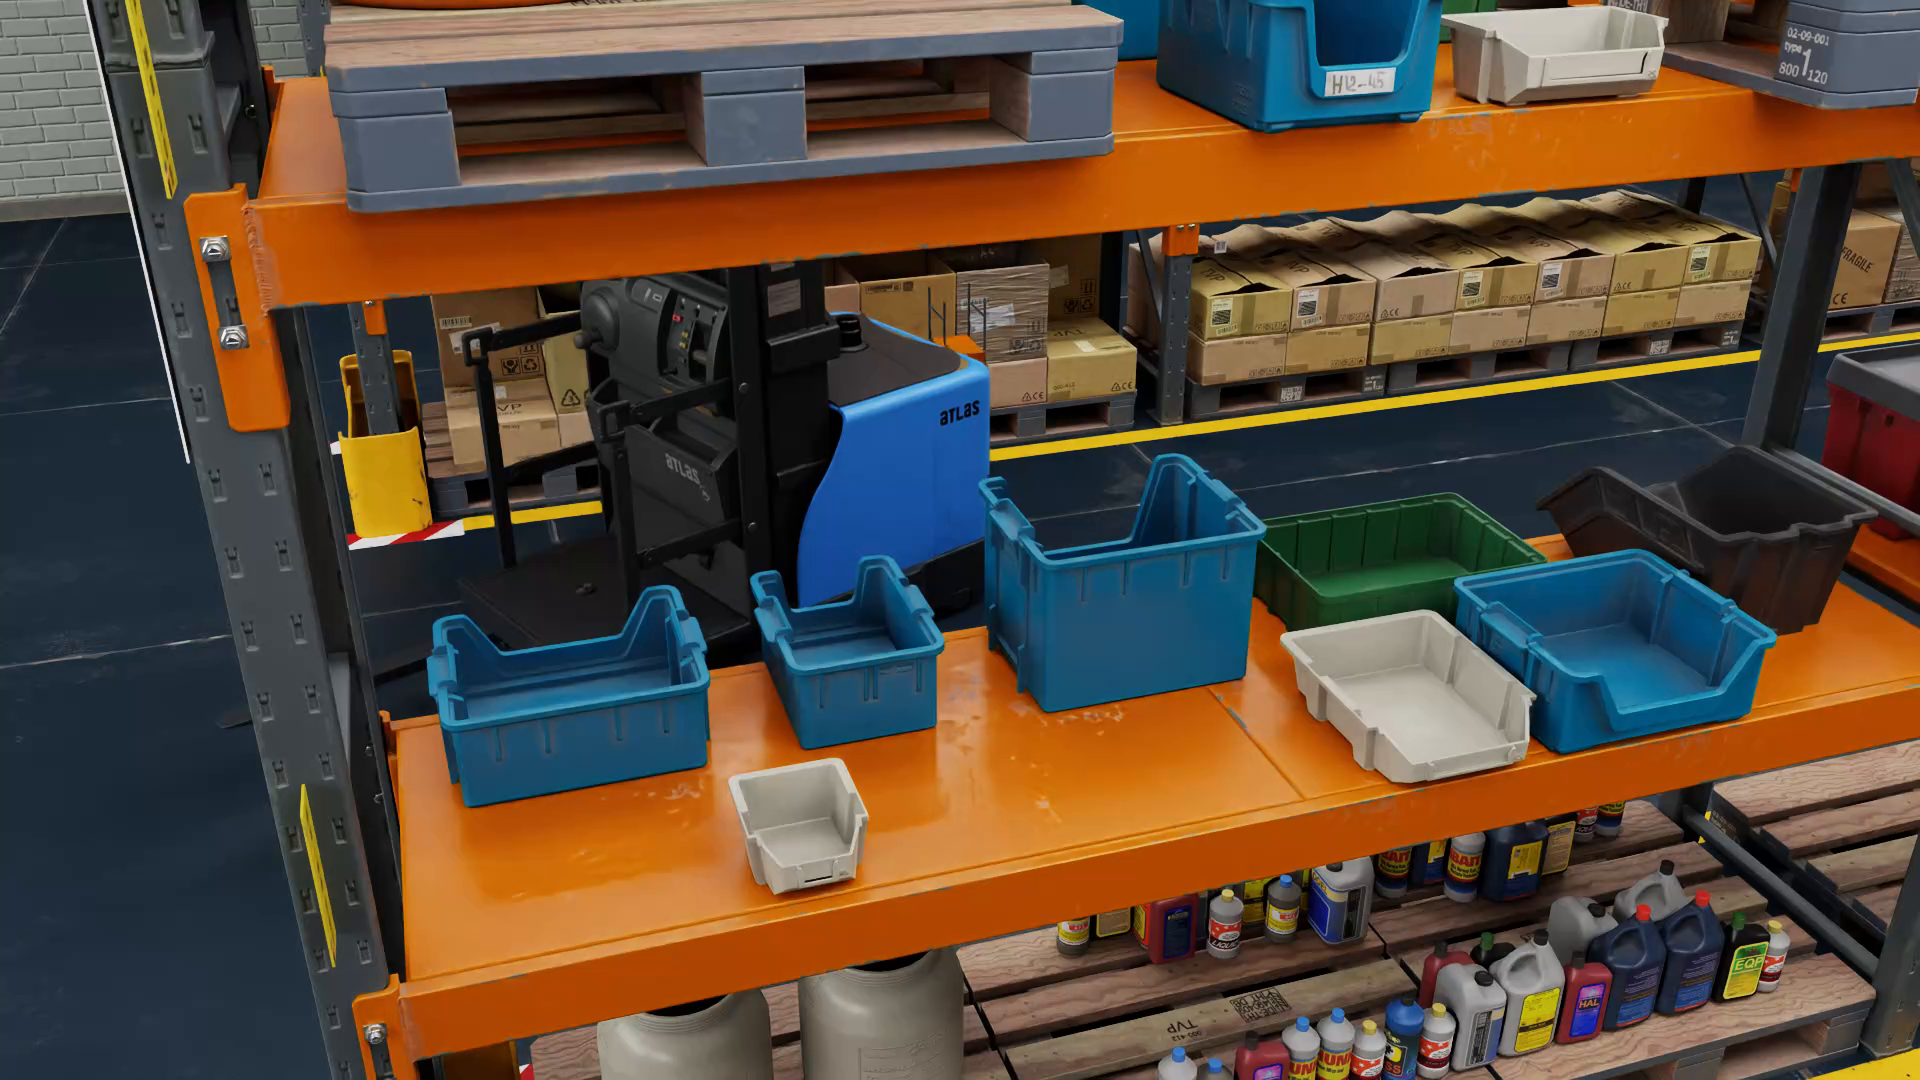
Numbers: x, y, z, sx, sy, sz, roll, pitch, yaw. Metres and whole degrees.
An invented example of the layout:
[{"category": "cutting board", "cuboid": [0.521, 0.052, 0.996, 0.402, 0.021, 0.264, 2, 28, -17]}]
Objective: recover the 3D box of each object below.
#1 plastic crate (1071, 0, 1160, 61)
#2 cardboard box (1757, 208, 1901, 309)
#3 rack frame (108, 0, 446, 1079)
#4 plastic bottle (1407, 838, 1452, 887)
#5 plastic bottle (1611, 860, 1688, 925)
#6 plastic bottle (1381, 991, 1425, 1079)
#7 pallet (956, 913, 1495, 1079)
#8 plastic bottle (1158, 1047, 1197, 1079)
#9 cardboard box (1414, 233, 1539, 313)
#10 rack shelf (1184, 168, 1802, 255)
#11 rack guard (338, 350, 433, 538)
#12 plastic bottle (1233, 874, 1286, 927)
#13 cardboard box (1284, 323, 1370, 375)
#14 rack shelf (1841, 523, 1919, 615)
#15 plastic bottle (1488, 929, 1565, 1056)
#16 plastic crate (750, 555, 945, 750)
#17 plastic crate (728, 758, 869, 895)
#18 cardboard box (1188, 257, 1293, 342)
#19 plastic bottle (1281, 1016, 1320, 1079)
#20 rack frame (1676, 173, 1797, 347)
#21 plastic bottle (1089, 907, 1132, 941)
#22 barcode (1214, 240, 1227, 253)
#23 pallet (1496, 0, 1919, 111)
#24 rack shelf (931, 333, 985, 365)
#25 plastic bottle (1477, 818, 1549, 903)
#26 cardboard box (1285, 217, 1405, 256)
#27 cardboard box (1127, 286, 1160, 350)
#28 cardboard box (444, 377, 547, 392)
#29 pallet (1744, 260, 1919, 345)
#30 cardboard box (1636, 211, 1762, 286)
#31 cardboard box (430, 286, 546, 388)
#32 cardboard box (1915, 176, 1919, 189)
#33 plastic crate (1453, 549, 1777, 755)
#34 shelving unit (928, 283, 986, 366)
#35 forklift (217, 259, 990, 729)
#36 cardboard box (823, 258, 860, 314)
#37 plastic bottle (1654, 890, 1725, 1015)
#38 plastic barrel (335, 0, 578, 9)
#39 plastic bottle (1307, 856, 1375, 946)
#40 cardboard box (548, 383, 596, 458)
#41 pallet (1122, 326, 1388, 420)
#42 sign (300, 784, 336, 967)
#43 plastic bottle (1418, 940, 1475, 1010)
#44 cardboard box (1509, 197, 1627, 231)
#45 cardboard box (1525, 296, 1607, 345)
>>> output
[{"category": "plastic crate", "cuboid": [0.440, -1.251, 3.540, 0.575, 0.384, 0.392, -8, 28, -16]}, {"category": "cardboard box", "cuboid": [5.318, -1.740, 10.198, 0.500, 0.500, 0.500, -7, 27, -14]}, {"category": "rack frame", "cuboid": [-1.280, 0.476, 3.419, 0.127, 3.000, 1.000, -8, 28, -16]}, {"category": "plastic bottle", "cuboid": [1.448, 0.876, 5.096, 0.185, 0.351, 0.144, -9, 28, -18]}, {"category": "plastic bottle", "cuboid": [1.956, 1.064, 4.718, 0.185, 0.351, 0.144, -8, 28, -16]}, {"category": "plastic bottle", "cuboid": [1.155, 1.294, 4.344, 0.097, 0.271, 0.097, 0, 26, 0]}, {"category": "pallet", "cuboid": [0.710, 1.418, 4.656, 1.213, 0.211, 1.003, -8, 28, -16]}, {"category": "plastic bottle", "cuboid": [0.541, 1.383, 4.165, 0.097, 0.271, 0.097, 0, 26, 0]}, {"category": "cardboard box", "cuboid": [2.925, -1.542, 9.471, 0.500, 0.311, 0.500, -7, 27, -15]}, {"category": "rack shelf", "cuboid": [2.895, -2.123, 9.462, 4.000, 0.370, 1.077, -8, 28, -16]}, {"category": "rack guard", "cuboid": [-2.833, -0.496, 8.187, 0.348, 0.500, 1.175, -8, 28, -16]}, {"category": "plastic bottle", "cuboid": [0.867, 0.960, 4.927, 0.185, 0.351, 0.144, -7, 27, -14]}, {"category": "cardboard box", "cuboid": [1.940, -1.147, 9.307, 0.500, 0.250, 0.500, -8, 27, -15]}, {"category": "rack shelf", "cuboid": [4.425, -0.028, 5.243, 4.000, 0.370, 1.077, -8, 28, -16]}, {"category": "plastic bottle", "cuboid": [1.511, 1.196, 4.452, 0.185, 0.351, 0.144, -8, 28, -16]}, {"category": "plastic crate", "cuboid": [-0.277, 0.260, 4.021, 0.408, 0.251, 0.499, -8, 28, -16]}, {"category": "plastic crate", "cuboid": [-0.329, 0.607, 3.451, 0.250, 0.136, 0.298, -8, 28, -16]}, {"category": "cardboard box", "cuboid": [1.464, -1.329, 9.044, 0.500, 0.311, 0.500, -8, 28, -16]}, {"category": "plastic bottle", "cuboid": [0.867, 1.336, 4.260, 0.097, 0.271, 0.097, 0, 26, 0]}, {"category": "rack frame", "cuboid": [4.797, -2.721, 9.857, 0.127, 3.000, 1.000, -8, 28, -16]}, {"category": "plastic bottle", "cuboid": [0.436, 1.033, 4.855, 0.133, 0.283, 0.061, -8, 27, -15]}, {"category": "barcode", "cuboid": [1.365, -1.537, 8.708, 0.075, 0.075, 0.001, -8, 28, -16]}, {"category": "pallet", "cuboid": [1.868, -1.193, 3.620, 1.003, 0.211, 1.213, -8, 28, -16]}, {"category": "rack shelf", "cuboid": [-0.014, -0.818, 7.339, 0.180, 0.103, 0.258, -8, 28, -16]}, {"category": "plastic bottle", "cuboid": [1.672, 0.911, 5.026, 0.185, 0.351, 0.144, -8, 28, -16]}, {"category": "cardboard box", "cuboid": [2.258, -1.697, 9.784, 0.500, 0.311, 0.500, -8, 28, -16]}, {"category": "cardboard box", "cuboid": [1.298, -1.306, 9.628, 0.500, 0.250, 0.500, -9, 28, -17]}, {"category": "cardboard box", "cuboid": [-2.392, -0.774, 8.557, 0.500, 0.250, 0.500, -8, 28, -16]}, {"category": "pallet", "cuboid": [5.518, -1.559, 10.652, 1.213, 0.211, 1.003, -8, 28, -16]}, {"category": "cardboard box", "cuboid": [4.375, -1.752, 9.896, 0.500, 0.311, 0.500, -8, 27, -15]}, {"category": "cardboard box", "cuboid": [-2.392, -1.111, 8.392, 0.500, 0.500, 0.500, -8, 28, -16]}, {"category": "cardboard box", "cuboid": [6.106, -2.097, 10.918, 0.500, 0.500, 0.500, -9, 28, -18]}, {"category": "plastic crate", "cuboid": [1.556, 0.259, 4.023, 0.616, 0.251, 0.499, -8, 28, -16]}, {"category": "shelving unit", "cuboid": [-0.014, -0.535, 7.479, 0.189, 1.200, 0.258, -8, 28, -16]}, {"category": "forklift", "cuboid": [-1.301, -0.797, 6.060, 3.031, 2.935, 1.130, -21, 33, -36]}, {"category": "cardboard box", "cuboid": [-0.804, -1.097, 8.363, 0.500, 0.500, 0.500, -8, 28, -16]}, {"category": "plastic bottle", "cuboid": [2.001, 1.125, 4.595, 0.185, 0.351, 0.144, -9, 28, -17]}, {"category": "plastic barrel", "cuboid": [-0.857, -1.369, 2.806, 0.708, 0.830, 0.600, -8, 28, -16]}, {"category": "plastic bottle", "cuboid": [1.114, 1.027, 4.876, 0.135, 0.276, 0.152, -8, 28, -16]}, {"category": "cardboard box", "cuboid": [-1.757, -0.626, 8.257, 0.500, 0.250, 0.500, -8, 28, -16]}, {"category": "pallet", "cuboid": [1.682, -1.039, 9.605, 1.213, 0.211, 1.003, -8, 28, -16]}, {"category": "sign", "cuboid": [-1.113, 0.585, 2.887, 0.005, 0.325, 0.100, -8, 28, -16]}, {"category": "plastic bottle", "cuboid": [1.322, 1.202, 4.516, 0.133, 0.283, 0.061, -8, 28, -16]}, {"category": "cardboard box", "cuboid": [3.711, -1.905, 10.203, 0.500, 0.311, 0.500, -9, 28, -17]}, {"category": "cardboard box", "cuboid": [3.404, -1.361, 9.739, 0.500, 0.250, 0.500, -8, 27, -15]}]
